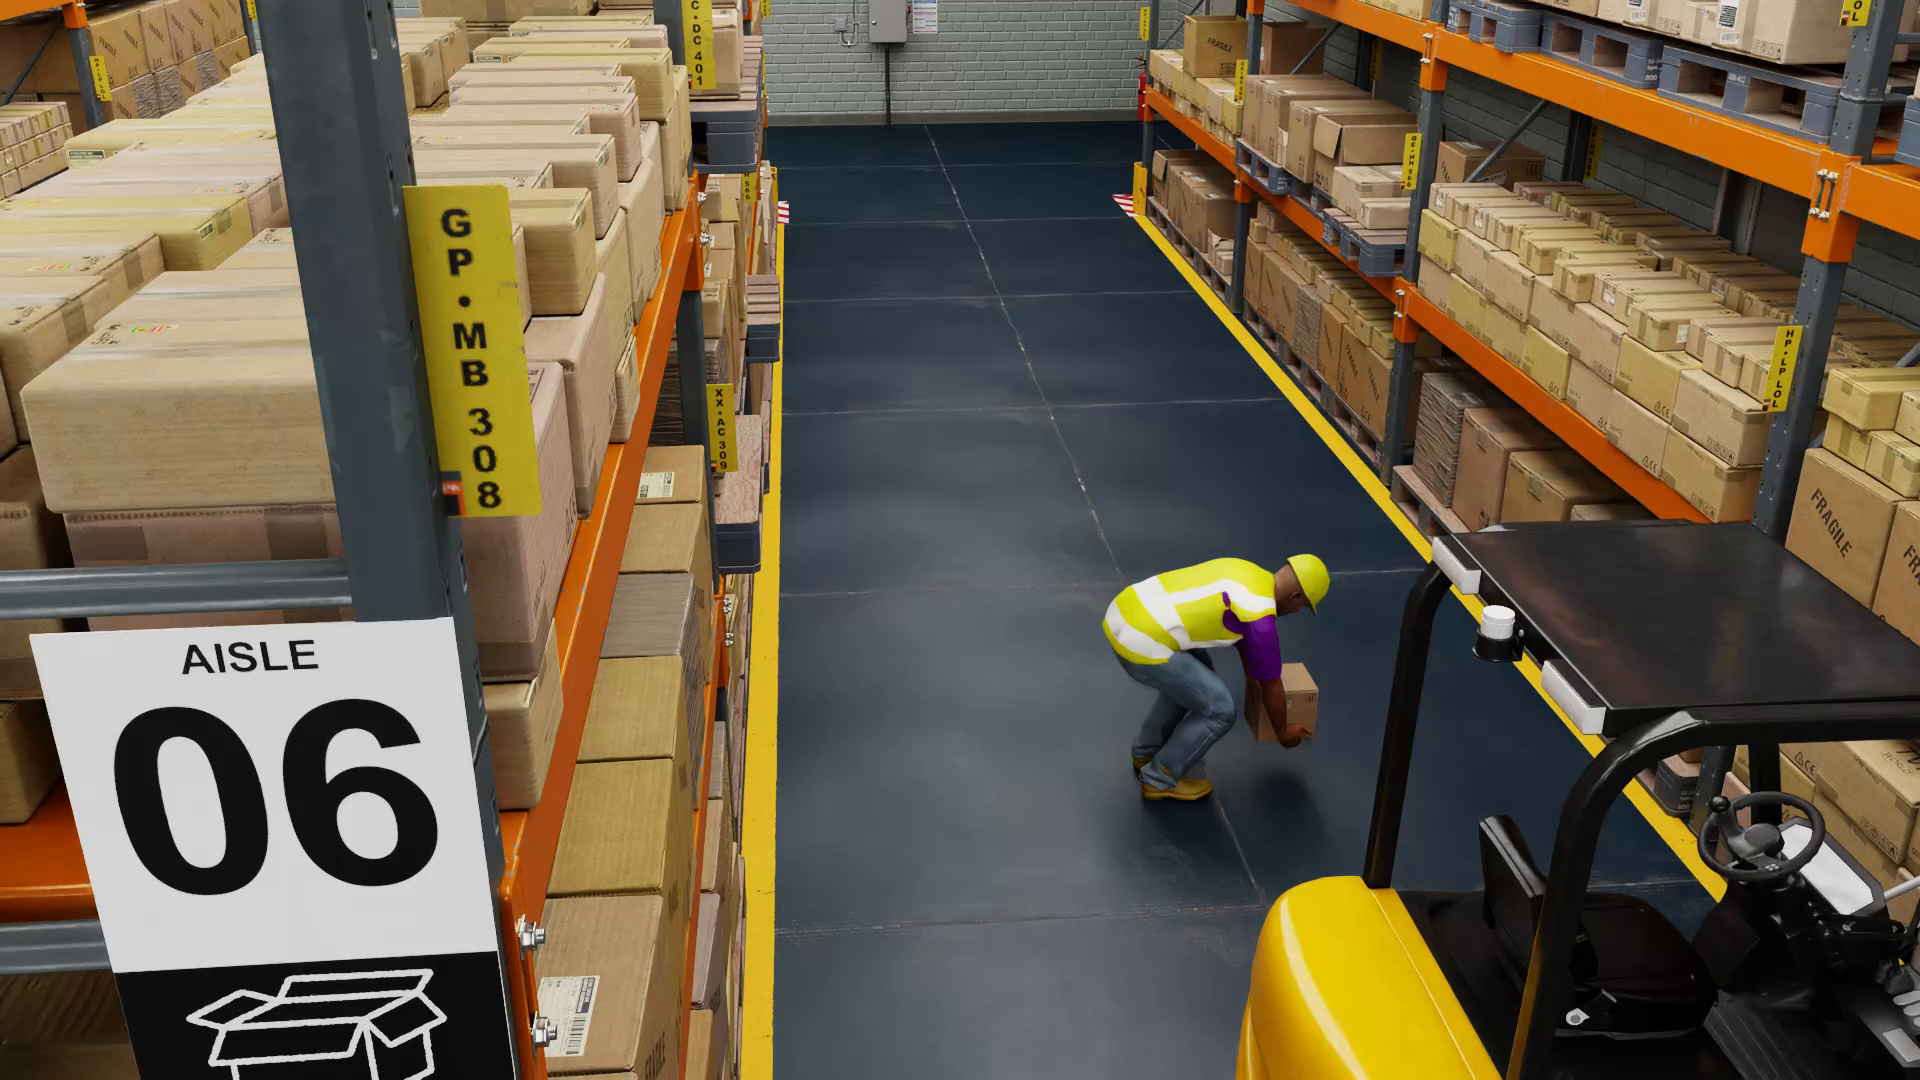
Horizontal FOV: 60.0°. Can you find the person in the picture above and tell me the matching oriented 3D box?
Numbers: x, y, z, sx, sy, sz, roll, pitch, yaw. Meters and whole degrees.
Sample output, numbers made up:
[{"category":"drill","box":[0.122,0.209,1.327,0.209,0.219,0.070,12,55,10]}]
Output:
[{"category":"person","box":[1.100,0.567,7.179,0.956,1.040,0.517,-3,24,-8]}]
